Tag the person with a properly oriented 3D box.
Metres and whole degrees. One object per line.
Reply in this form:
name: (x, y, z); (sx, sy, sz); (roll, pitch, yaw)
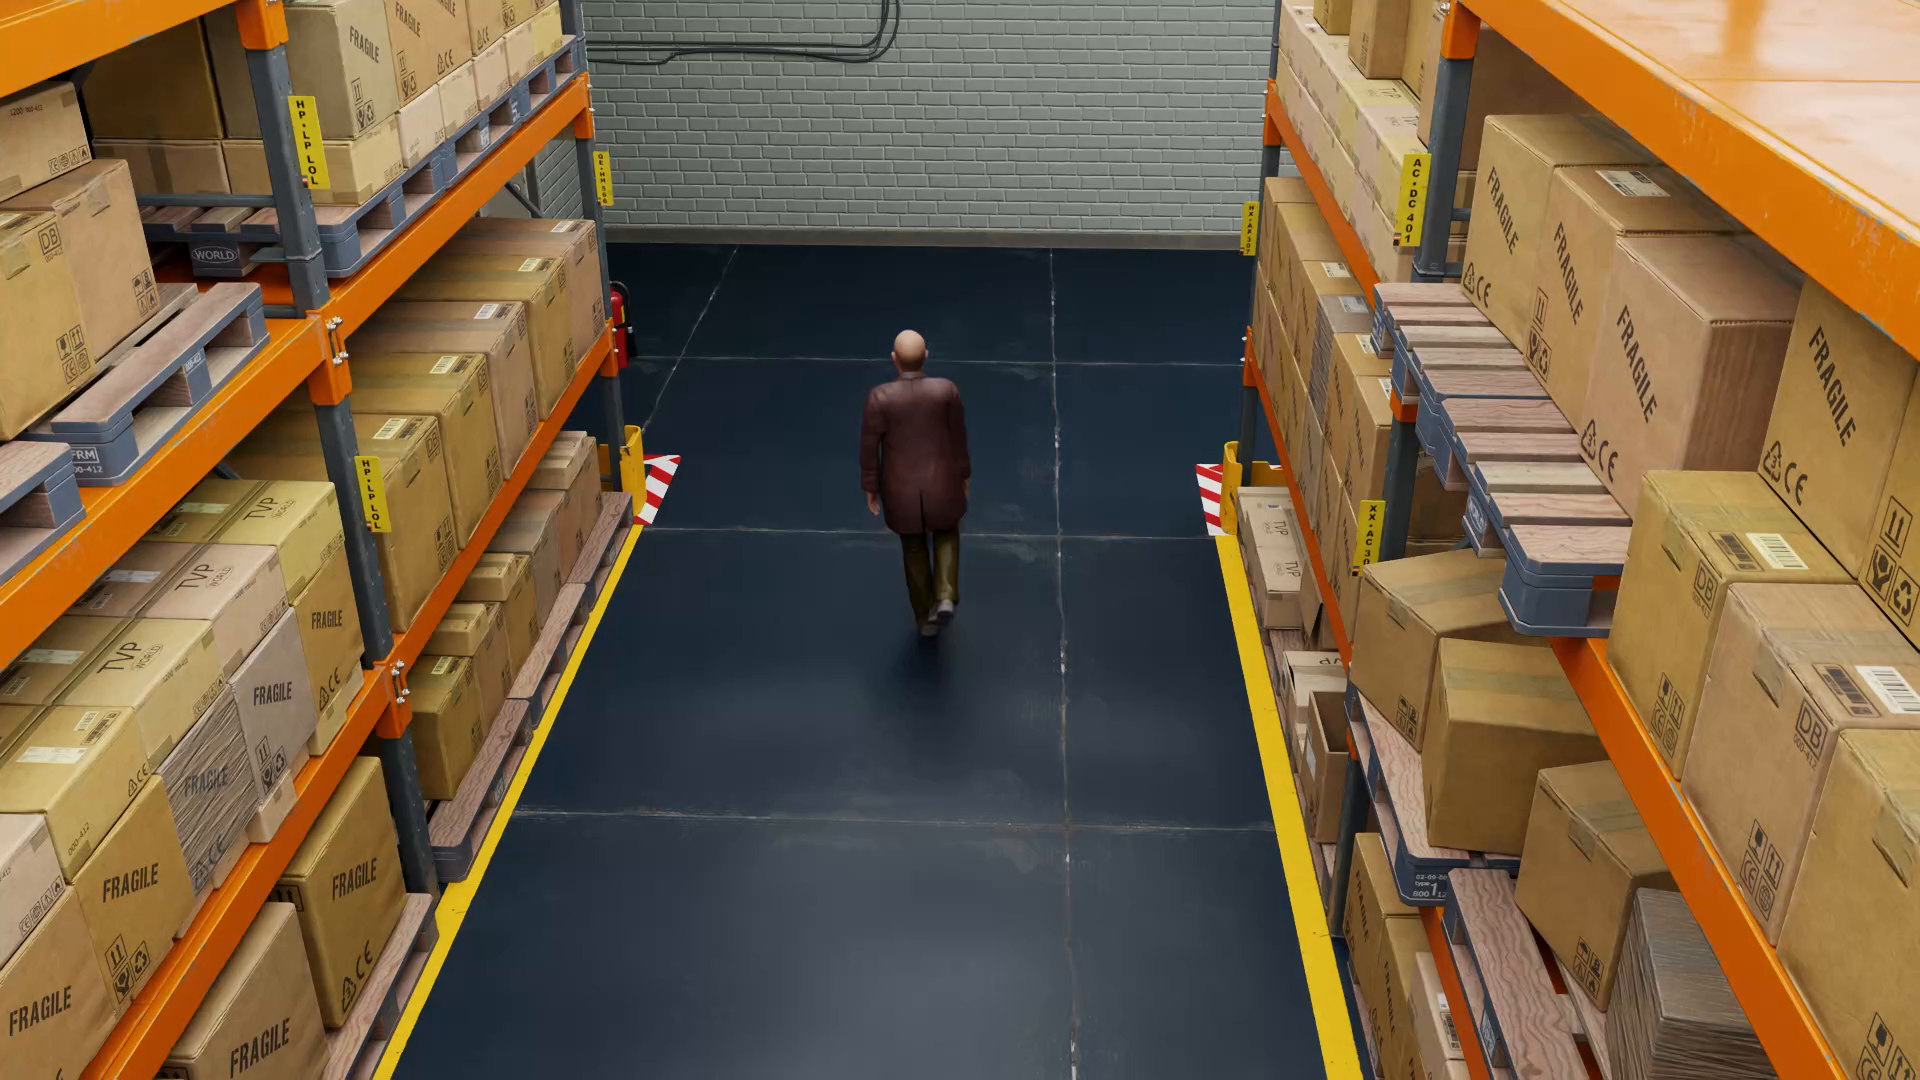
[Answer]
person: (-0.233, -0.276, 9.124); (0.624, 1.772, 0.554); (-2, 28, -4)
